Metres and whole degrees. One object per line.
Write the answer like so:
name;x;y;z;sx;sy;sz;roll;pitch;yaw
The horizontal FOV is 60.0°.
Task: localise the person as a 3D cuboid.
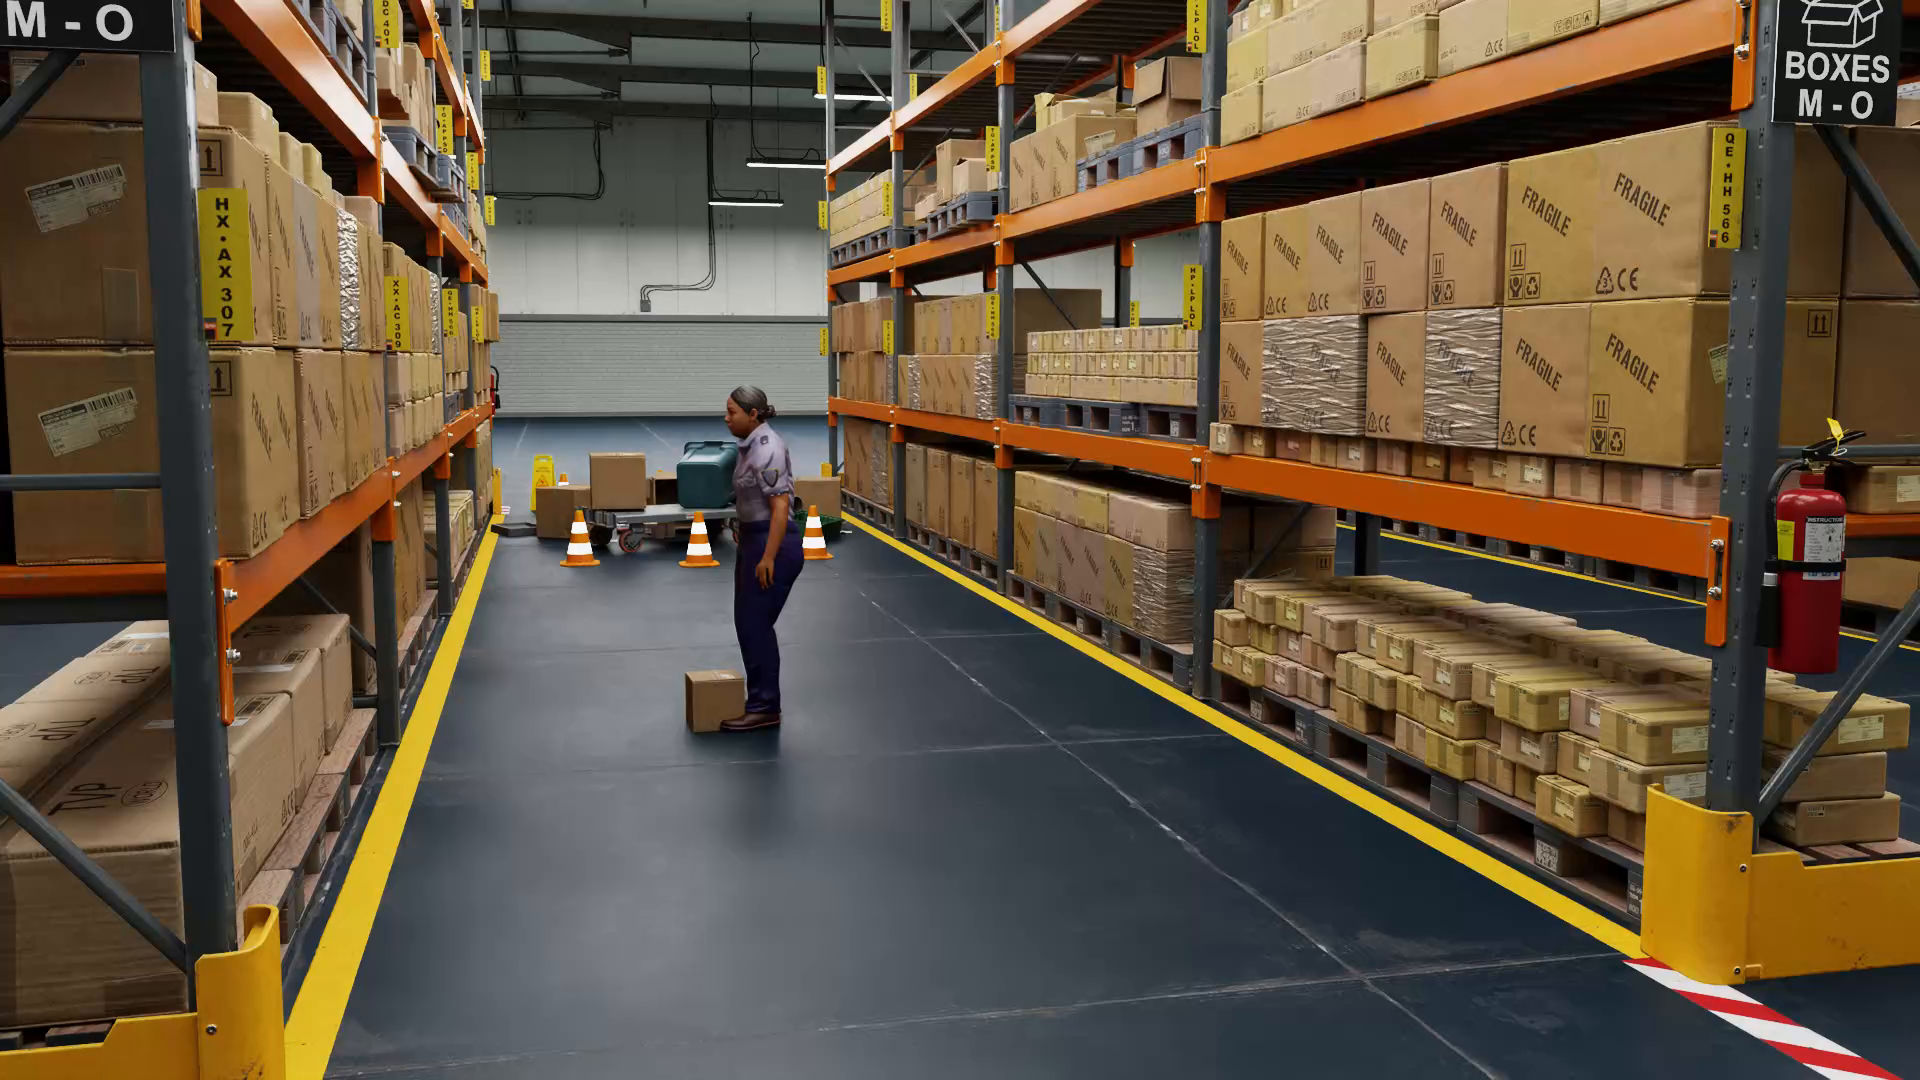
person;-0.984;0.077;8.038;0.426;1.647;0.562;-2;7;-17
